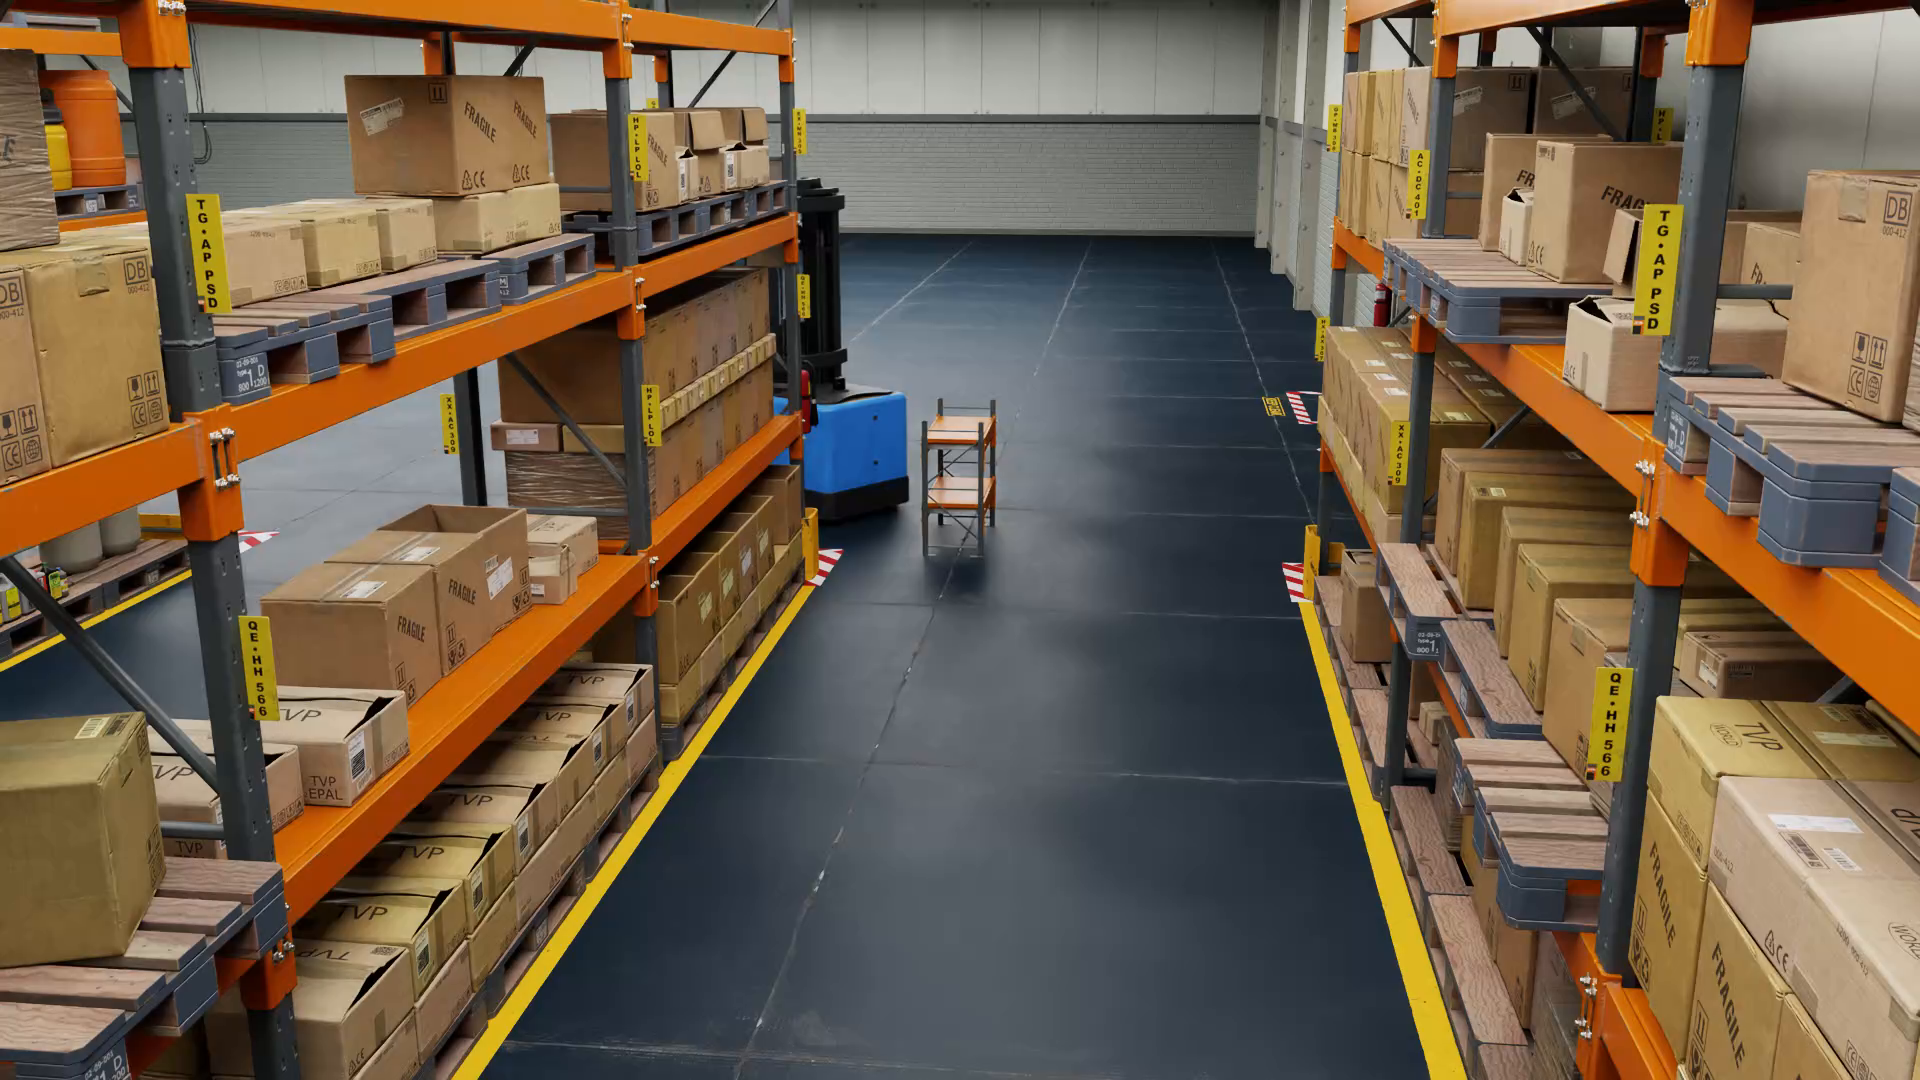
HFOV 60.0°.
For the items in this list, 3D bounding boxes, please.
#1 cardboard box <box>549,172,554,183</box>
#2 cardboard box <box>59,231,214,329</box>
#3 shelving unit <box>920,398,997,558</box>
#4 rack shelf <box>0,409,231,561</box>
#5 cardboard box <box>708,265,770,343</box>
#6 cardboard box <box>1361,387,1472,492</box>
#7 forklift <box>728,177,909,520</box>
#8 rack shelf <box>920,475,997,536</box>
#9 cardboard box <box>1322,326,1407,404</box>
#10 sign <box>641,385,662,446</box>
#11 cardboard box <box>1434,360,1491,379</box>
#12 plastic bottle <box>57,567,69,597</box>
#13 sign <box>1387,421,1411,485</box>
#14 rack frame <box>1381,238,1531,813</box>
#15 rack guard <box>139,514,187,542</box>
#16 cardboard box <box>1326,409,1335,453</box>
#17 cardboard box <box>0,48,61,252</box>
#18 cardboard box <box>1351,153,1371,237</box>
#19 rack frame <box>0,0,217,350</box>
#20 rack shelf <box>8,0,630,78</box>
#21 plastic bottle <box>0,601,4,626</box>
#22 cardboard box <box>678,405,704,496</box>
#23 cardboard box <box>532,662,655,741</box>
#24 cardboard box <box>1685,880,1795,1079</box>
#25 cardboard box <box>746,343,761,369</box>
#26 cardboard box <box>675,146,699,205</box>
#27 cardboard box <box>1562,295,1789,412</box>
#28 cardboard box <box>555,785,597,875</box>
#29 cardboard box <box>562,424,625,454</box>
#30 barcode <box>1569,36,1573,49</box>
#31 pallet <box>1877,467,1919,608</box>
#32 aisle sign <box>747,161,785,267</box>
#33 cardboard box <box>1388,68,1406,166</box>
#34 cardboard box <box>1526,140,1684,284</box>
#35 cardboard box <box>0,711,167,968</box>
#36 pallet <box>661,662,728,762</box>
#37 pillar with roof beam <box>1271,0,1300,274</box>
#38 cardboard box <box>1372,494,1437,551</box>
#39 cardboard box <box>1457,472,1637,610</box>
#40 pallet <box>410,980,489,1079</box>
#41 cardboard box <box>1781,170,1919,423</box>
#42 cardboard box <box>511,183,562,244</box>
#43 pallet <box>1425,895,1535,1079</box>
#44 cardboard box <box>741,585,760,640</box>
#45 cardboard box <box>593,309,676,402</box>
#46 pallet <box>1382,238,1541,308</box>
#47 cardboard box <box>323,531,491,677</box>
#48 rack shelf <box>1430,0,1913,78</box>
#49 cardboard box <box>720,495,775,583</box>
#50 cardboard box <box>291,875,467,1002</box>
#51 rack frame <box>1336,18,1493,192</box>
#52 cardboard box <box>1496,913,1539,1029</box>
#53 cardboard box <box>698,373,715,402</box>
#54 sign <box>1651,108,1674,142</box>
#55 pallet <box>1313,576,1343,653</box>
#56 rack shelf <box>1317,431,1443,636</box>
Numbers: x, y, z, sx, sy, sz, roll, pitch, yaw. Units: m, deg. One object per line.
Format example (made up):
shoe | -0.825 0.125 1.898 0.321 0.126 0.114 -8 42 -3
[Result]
cardboard box | -2.306 -2.066 9.717 0.380 0.149 0.250 2 15 6
cardboard box | -2.627 -0.808 5.140 0.500 0.250 0.500 1 15 2
shelving unit | -0.001 -0.541 14.009 0.538 1.125 1.048 2 15 6
rack shelf | -2.848 0.308 2.909 1.077 0.370 4.000 2 15 6
cardboard box | -1.791 -1.725 12.119 0.700 0.500 0.500 2 15 6
cardboard box | 2.548 -0.563 9.312 0.500 0.500 0.500 2 15 6
forklift | -1.890 -1.876 15.485 3.031 2.935 1.130 14 20 41
rack shelf | -0.001 -0.305 14.073 0.538 0.278 1.000 2 15 6
cardboard box | 2.851 -1.225 11.757 0.500 0.500 0.500 2 15 6
sign | -1.631 -0.655 8.771 0.100 0.325 0.005 2 15 6
cardboard box | 3.184 -0.816 10.245 0.500 0.500 0.500 2 15 7
plastic bottle | -6.412 0.296 11.840 0.097 0.201 0.097 0 15 0
sign | 2.212 -0.435 8.365 0.100 0.325 0.005 2 15 6
rack frame | 2.752 -0.003 8.426 1.000 3.000 0.127 2 15 6
rack guard | -6.603 -0.104 13.590 1.175 0.500 0.348 2 15 6
cardboard box | 2.788 -0.725 11.347 0.500 0.250 0.500 1 15 5
cardboard box | -2.678 -0.976 4.173 0.500 0.500 0.500 2 15 6
cardboard box | 2.766 -2.194 10.552 0.500 0.500 0.500 2 15 9
rack frame | -2.622 -2.006 4.342 1.000 3.000 0.127 2 15 6
rack shelf | -2.396 -1.985 6.407 1.077 0.370 4.000 2 15 6
plastic bottle | -6.519 0.415 11.111 0.144 0.351 0.185 2 15 6
cardboard box | -2.013 -0.578 10.363 0.700 0.500 0.500 2 15 7
cardboard box | -1.932 0.820 8.773 0.500 0.311 0.500 2 15 6
cardboard box | 1.923 1.087 3.596 0.500 0.500 0.500 2 15 8
cardboard box | -1.630 -1.308 11.817 0.380 0.149 0.250 1 15 5
cardboard box | -1.791 -2.086 9.481 0.500 0.311 0.500 1 15 3
cardboard box | 2.113 -0.575 4.927 0.500 0.311 0.500 2 15 6
cardboard box | -2.046 1.357 7.861 0.500 0.250 0.500 2 15 8
cardboard box | -1.948 -0.573 9.101 0.380 0.149 0.250 2 15 6
barcode | 3.336 -2.716 9.073 0.001 0.075 0.075 2 15 6
pallet | 2.157 0.136 2.526 1.003 0.211 1.213 2 15 9
aisle sign | -1.420 -2.449 12.490 0.394 0.787 0.004 2 15 6
cardboard box | 2.590 -2.273 8.928 0.500 0.500 0.500 3 15 9
cardboard box | 2.471 -1.243 6.268 0.500 0.500 0.500 1 15 4
cardboard box | -2.581 0.805 4.441 0.700 0.500 0.500 -3 16 -13
pallet | -2.039 0.993 10.084 1.003 0.211 1.213 2 15 6
pillar with roof beam | 2.414 -10.081 34.203 9.100 9.000 0.400 2 15 6
cardboard box | 2.504 -0.072 8.930 0.500 0.250 0.500 2 15 6
cardboard box | 2.590 0.012 7.336 0.700 0.500 0.500 3 15 12
pallet | -2.490 2.023 6.275 1.003 0.211 1.213 2 15 6
cardboard box | 2.304 -0.549 3.665 0.700 0.500 0.500 1 15 2
cardboard box | -2.250 -1.567 7.945 0.500 0.250 0.500 3 15 12
pallet | 2.530 1.863 6.870 1.003 0.211 1.213 2 15 6
cardboard box | -1.644 0.477 11.116 0.500 0.250 0.500 2 15 6
cardboard box | -2.071 -1.069 9.691 0.700 0.500 0.500 2 15 6
pallet | 2.576 -1.203 7.478 1.213 0.211 1.003 2 15 6
cardboard box | -2.390 0.269 7.228 0.500 0.500 0.500 2 15 6
rack shelf | 2.526 -1.840 5.871 1.077 0.370 4.000 2 15 6
cardboard box | -1.583 -0.015 11.497 0.500 0.500 0.500 2 15 6
cardboard box | -2.220 1.480 6.331 0.500 0.311 0.500 1 15 5
rack frame | 3.203 -3.936 11.480 1.000 3.000 0.127 2 15 6
cardboard box | 2.531 1.581 6.516 0.700 0.500 0.500 2 15 6
cardboard box | -1.777 -0.975 10.587 0.380 0.149 0.250 2 15 6
sign | 3.304 -1.875 7.859 0.100 0.325 0.005 2 15 6
pallet | 3.068 0.535 11.778 1.003 0.211 1.213 2 15 6
rack shelf | 2.977 -0.174 10.438 1.077 0.370 4.000 2 15 6
